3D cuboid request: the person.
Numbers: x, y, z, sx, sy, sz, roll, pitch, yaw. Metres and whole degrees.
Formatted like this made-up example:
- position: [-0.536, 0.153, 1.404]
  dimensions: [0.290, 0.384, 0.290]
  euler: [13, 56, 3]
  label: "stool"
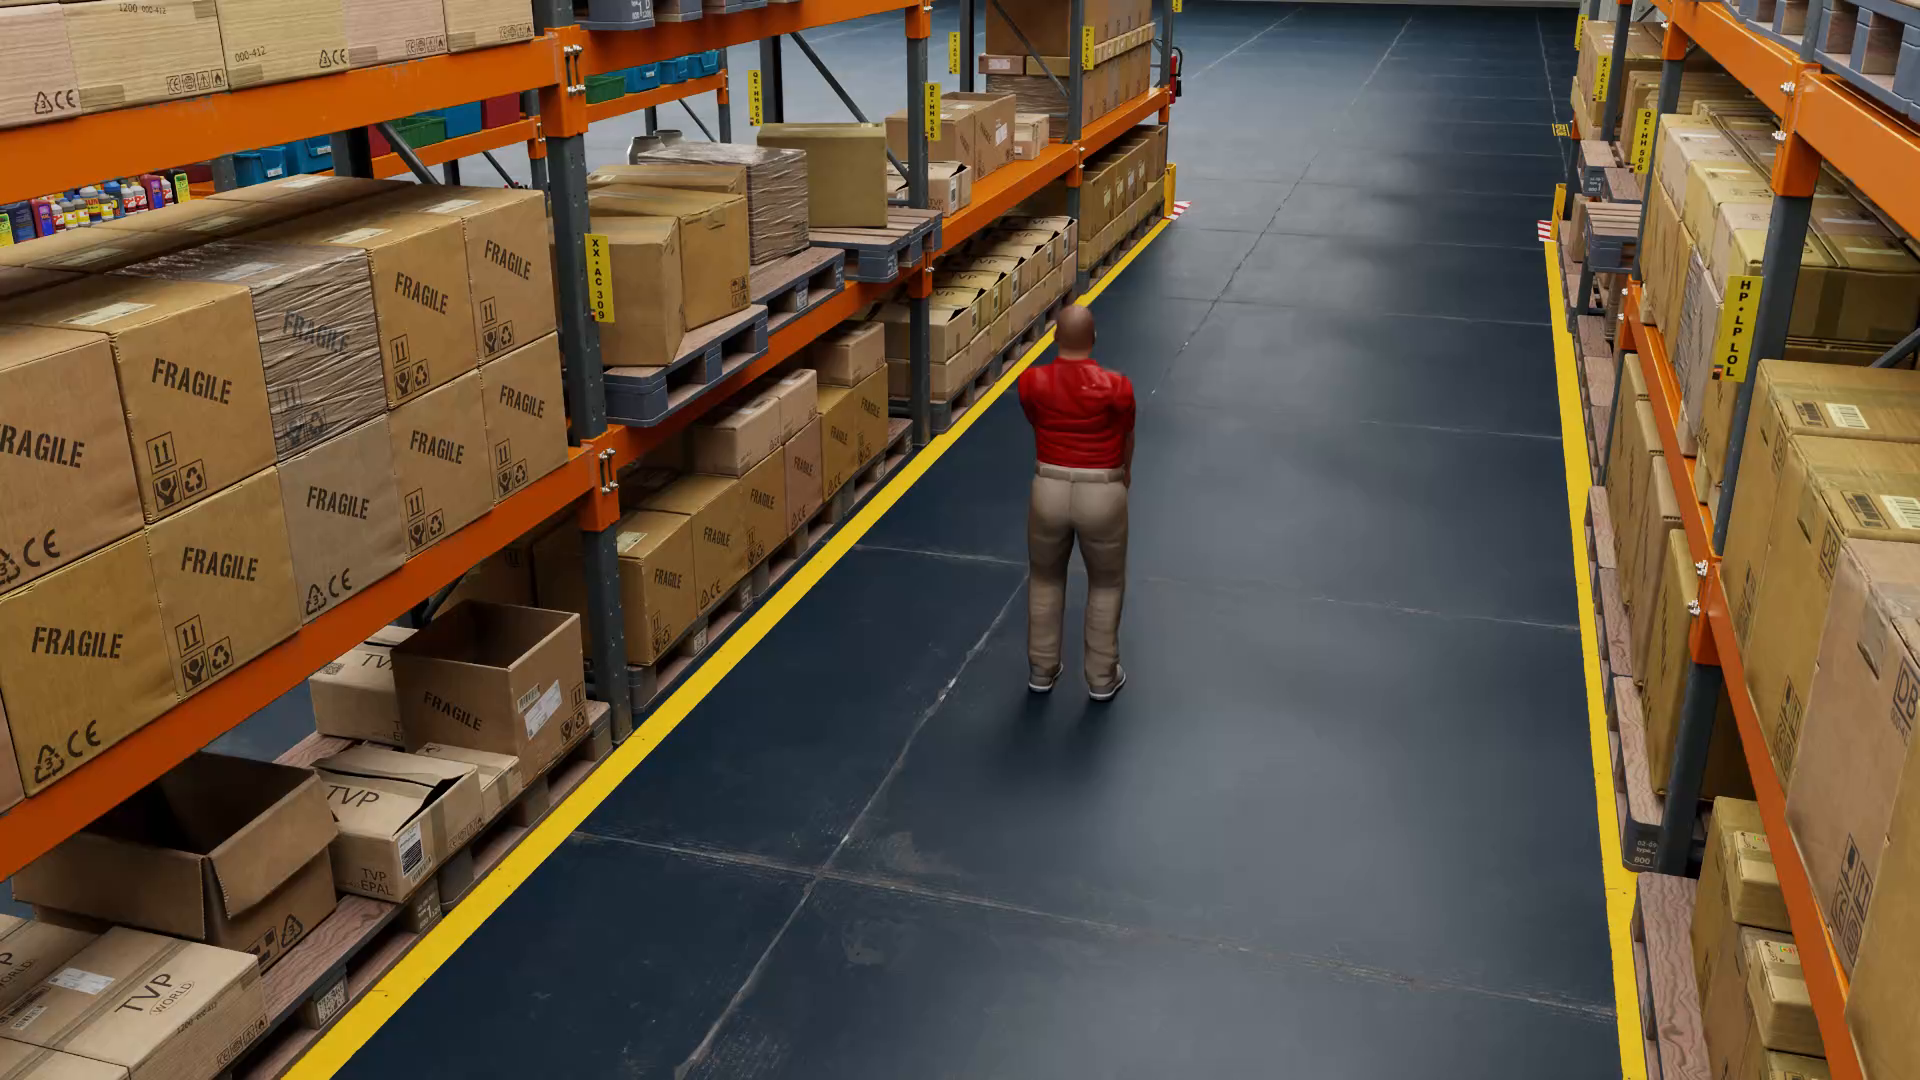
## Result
- position: [0.508, -0.187, 7.093]
  dimensions: [0.490, 1.724, 0.542]
  euler: [6, 23, 16]
  label: "person"
